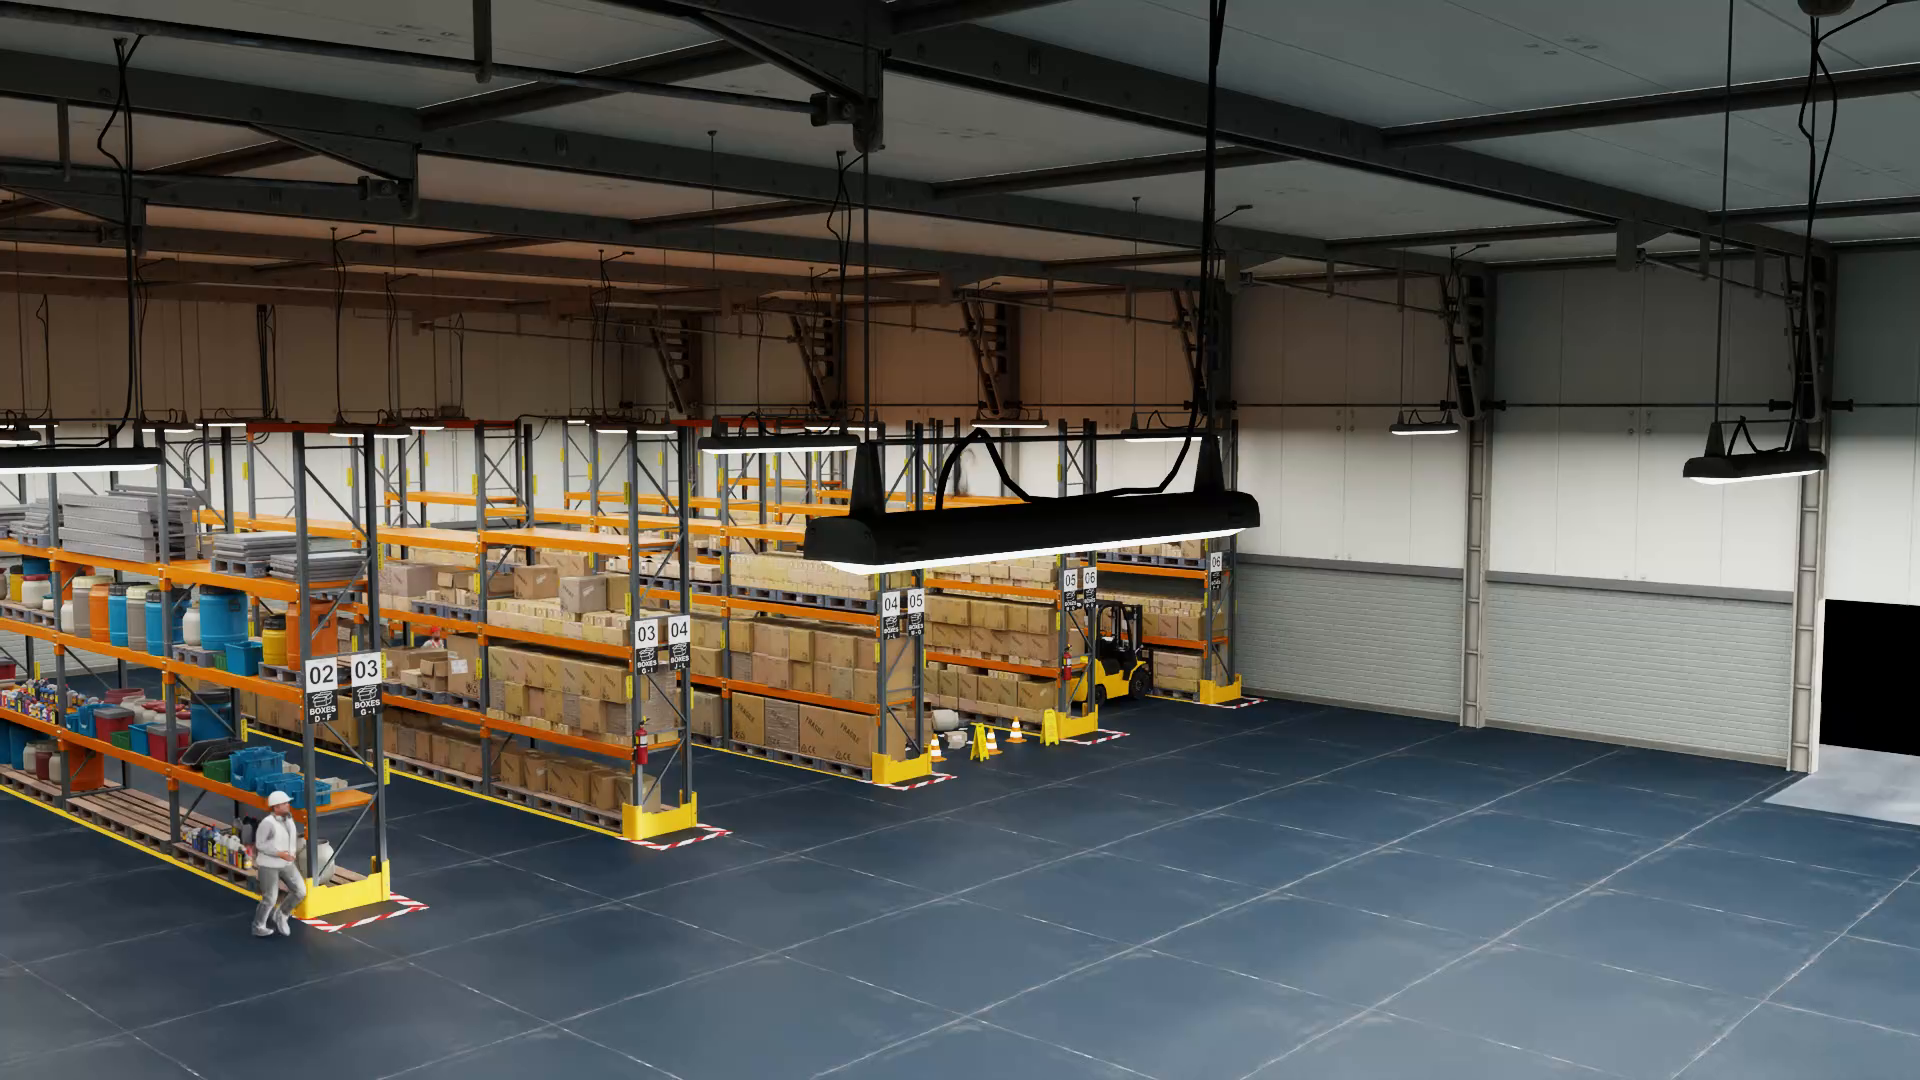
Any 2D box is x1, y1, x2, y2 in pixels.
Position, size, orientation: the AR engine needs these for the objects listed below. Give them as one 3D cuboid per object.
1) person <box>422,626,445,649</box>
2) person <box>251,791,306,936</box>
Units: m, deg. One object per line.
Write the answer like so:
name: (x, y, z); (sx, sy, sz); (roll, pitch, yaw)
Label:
person: (-10.778, 2.650, 34.121); (0.865, 1.795, 0.636); (3, 5, 31)
person: (-8.067, 3.846, 19.748); (0.668, 1.761, 0.712); (2, 5, 21)
